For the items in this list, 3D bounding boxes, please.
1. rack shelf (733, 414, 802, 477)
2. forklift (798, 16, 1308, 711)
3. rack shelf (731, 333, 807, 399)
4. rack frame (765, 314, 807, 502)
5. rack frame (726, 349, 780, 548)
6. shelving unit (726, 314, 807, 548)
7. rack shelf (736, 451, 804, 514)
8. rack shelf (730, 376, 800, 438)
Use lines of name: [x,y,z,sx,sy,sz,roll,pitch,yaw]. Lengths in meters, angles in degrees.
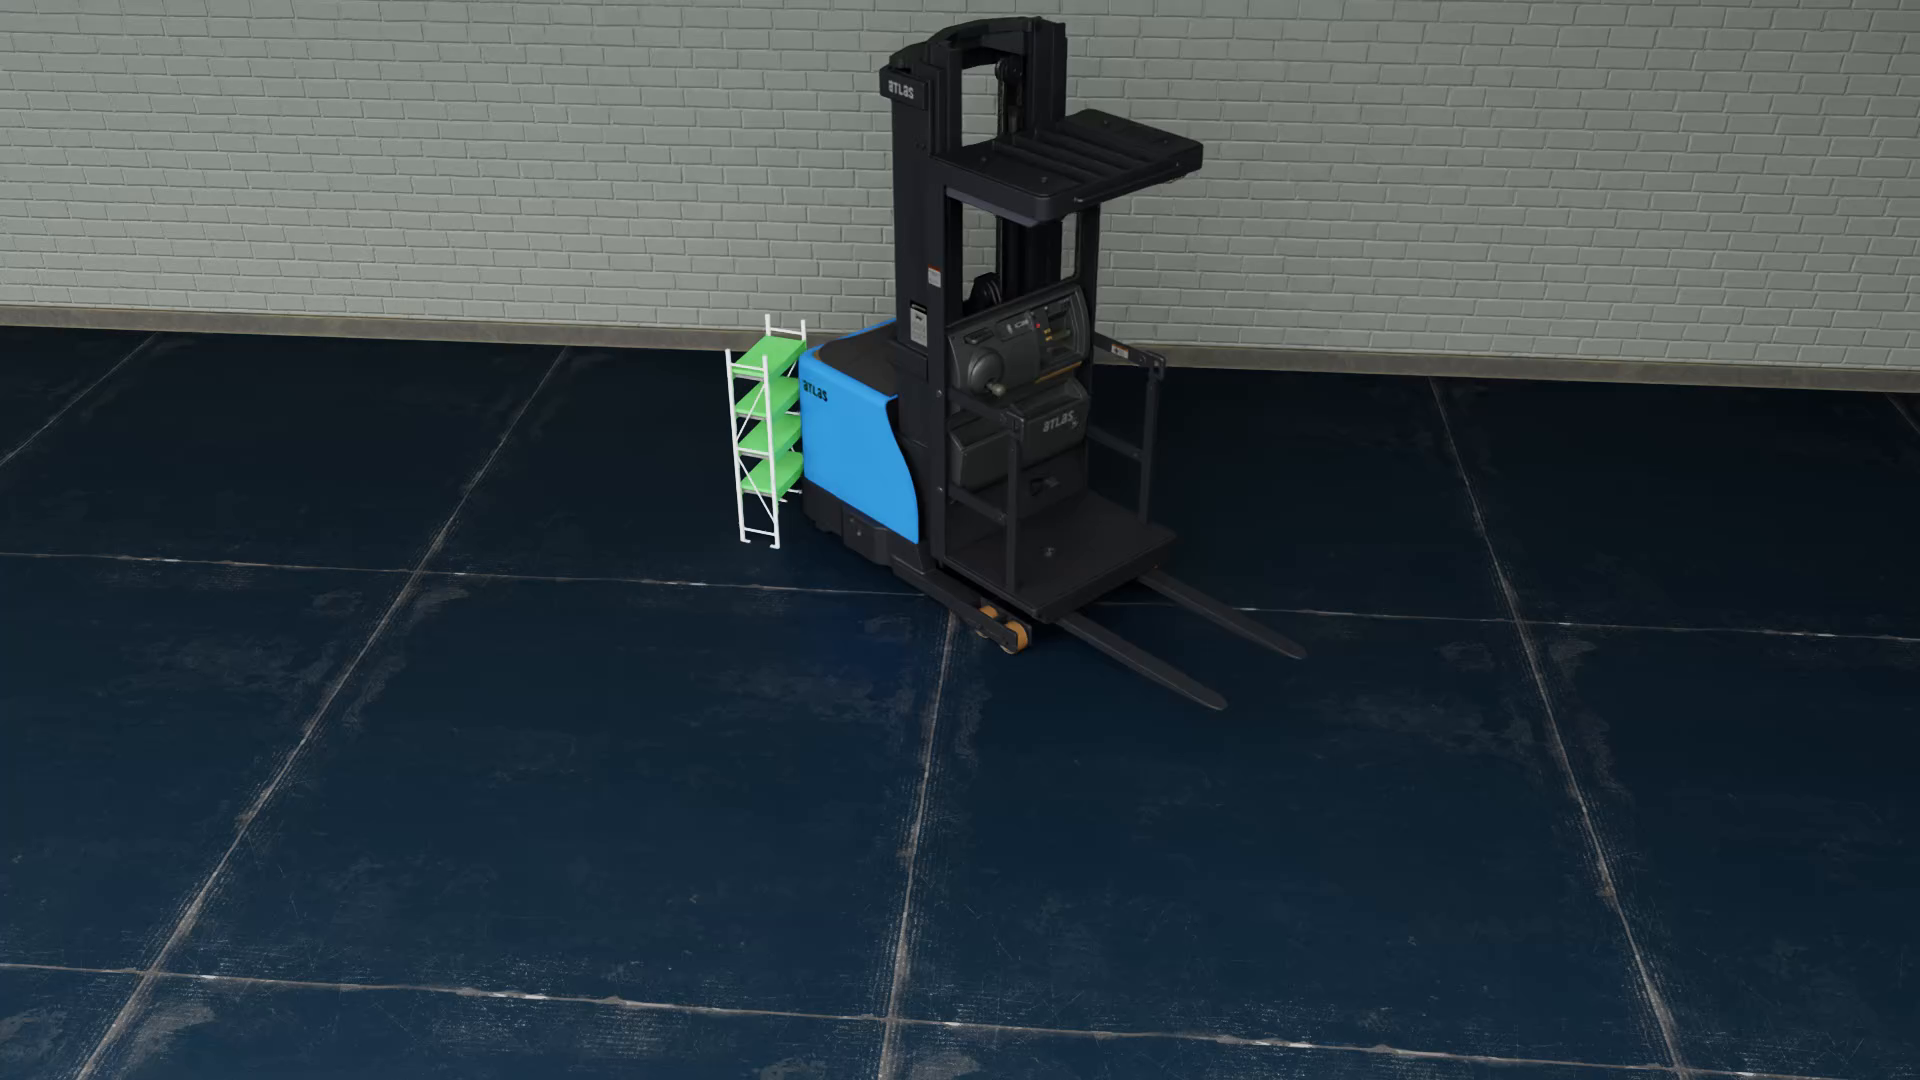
rack shelf: [-1.056,-0.554,9.407,0.258,0.148,0.480,11,33,17]
forklift: [0.451,-0.964,8.301,1.130,2.935,3.031,-26,40,-35]
rack shelf: [-1.056,-0.962,9.155,0.258,0.148,0.480,11,33,17]
rack frame: [-0.972,-0.729,9.569,0.240,1.200,0.015,11,33,17]
rack frame: [-1.139,-0.488,9.178,0.240,1.200,0.015,11,33,17]
shelving unit: [-1.056,-0.608,9.374,0.258,1.200,0.503,11,33,17]
rack shelf: [-1.056,-0.349,9.533,0.258,0.148,0.480,11,33,17]
rack shelf: [-1.056,-0.758,9.281,0.258,0.148,0.480,11,33,17]
